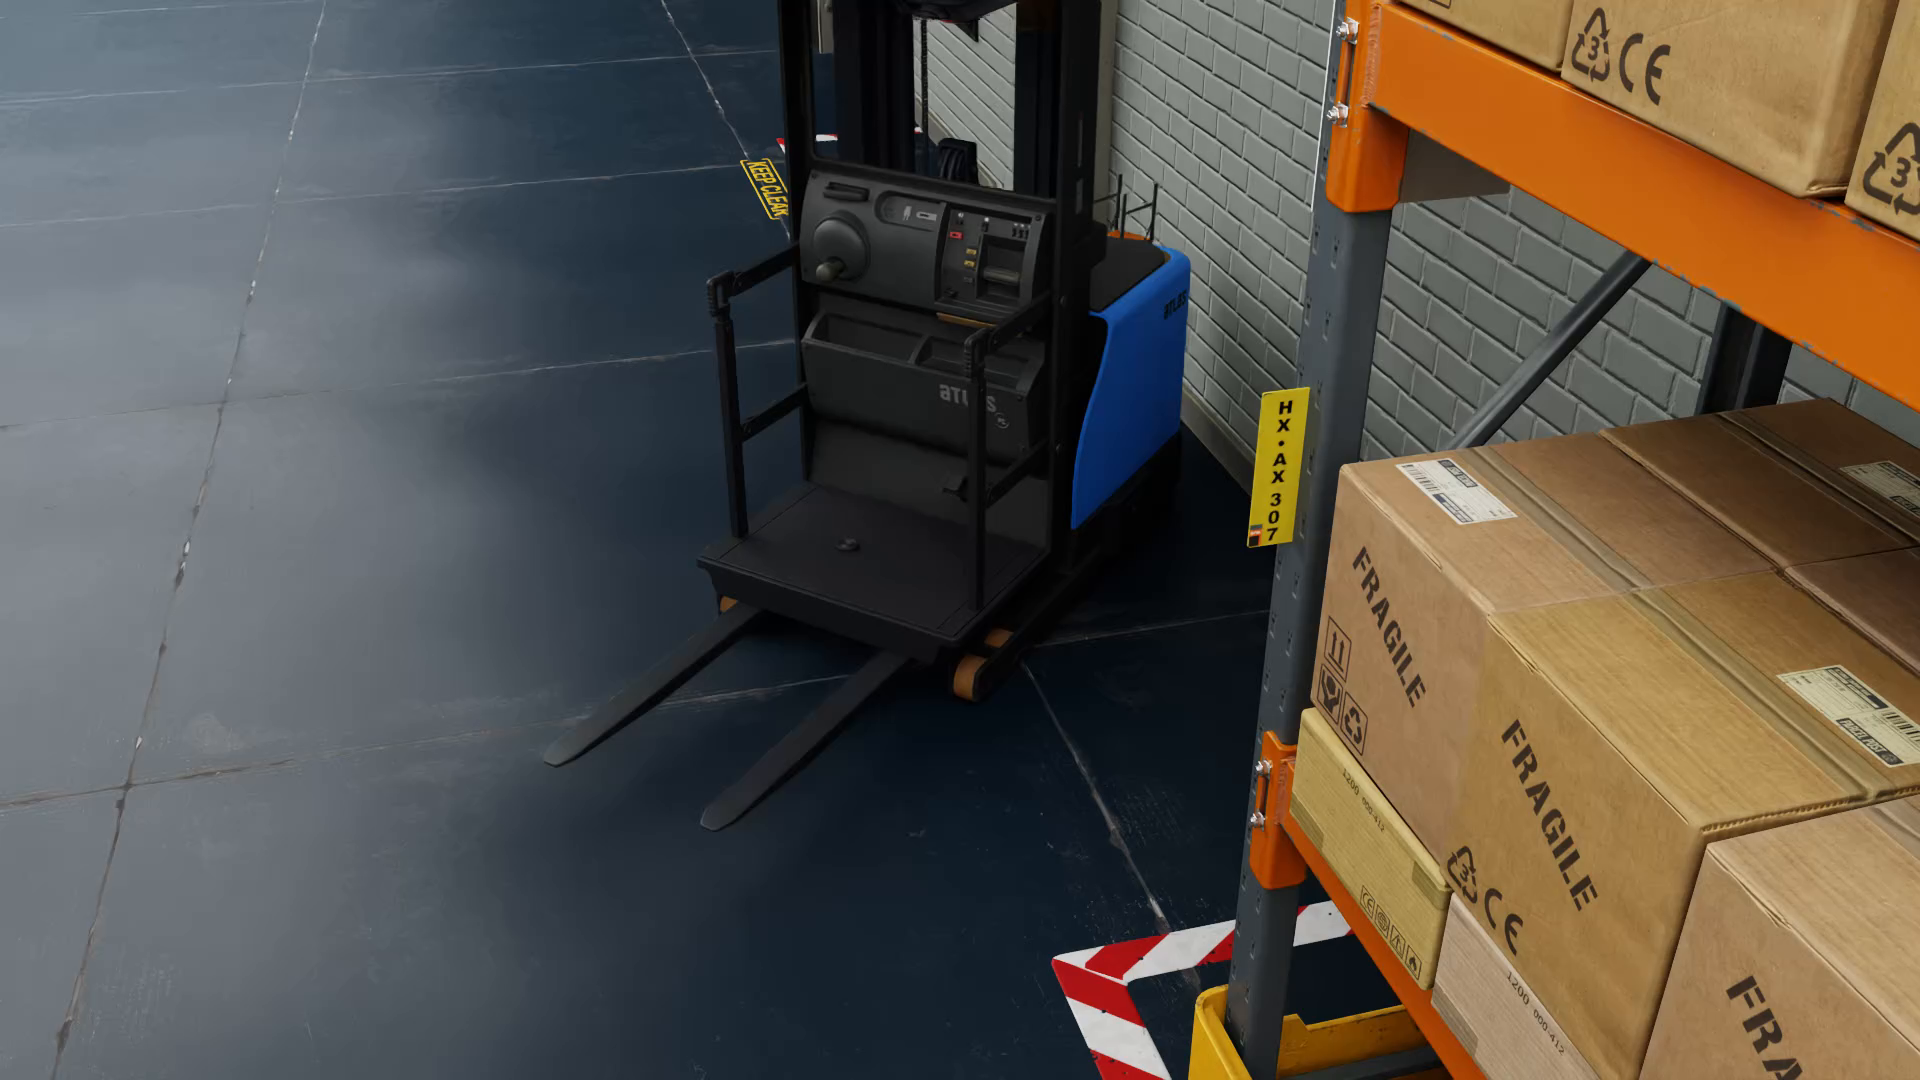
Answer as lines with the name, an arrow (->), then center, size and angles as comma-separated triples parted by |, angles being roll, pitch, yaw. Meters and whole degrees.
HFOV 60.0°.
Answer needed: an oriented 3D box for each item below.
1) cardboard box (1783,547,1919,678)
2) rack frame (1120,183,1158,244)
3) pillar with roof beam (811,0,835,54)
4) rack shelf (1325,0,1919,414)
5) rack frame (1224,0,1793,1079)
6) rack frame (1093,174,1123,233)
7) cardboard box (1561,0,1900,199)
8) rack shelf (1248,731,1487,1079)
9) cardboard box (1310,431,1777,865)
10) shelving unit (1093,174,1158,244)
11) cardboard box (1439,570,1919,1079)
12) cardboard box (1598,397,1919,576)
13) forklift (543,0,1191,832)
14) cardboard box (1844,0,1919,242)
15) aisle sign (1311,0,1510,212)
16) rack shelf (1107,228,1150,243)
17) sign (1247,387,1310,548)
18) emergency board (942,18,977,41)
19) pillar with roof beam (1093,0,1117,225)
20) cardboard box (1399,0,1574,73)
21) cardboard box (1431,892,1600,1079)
cardboard box -> 1.577, 0.345, 2.541 | 0.500, 0.500, 0.500 | -7, 31, -13
rack frame -> 0.726, -0.916, 7.124 | 0.006, 1.200, 0.240 | 24, 35, 35
pillar with roof beam -> -5.193, -7.428, 10.599 | 9.100, 9.000, 0.400 | -8, 31, -13
rack shelf -> 1.654, 0.148, 1.223 | 1.077, 0.370, 4.000 | -8, 31, -13
rack frame -> 1.123, 0.169, 3.463 | 1.000, 3.000, 0.127 | -8, 31, -13
rack frame -> 0.588, -0.977, 7.228 | 0.006, 1.200, 0.240 | 24, 35, 35
cardboard box -> 1.079, -0.722, 1.889 | 0.500, 0.500, 0.500 | -6, 31, -10
rack shelf -> 1.654, 1.446, 1.975 | 1.077, 0.370, 4.000 | -8, 31, -13
cardboard box -> 0.960, 0.171, 2.841 | 0.500, 0.500, 0.500 | -8, 31, -13
shelving unit -> 0.657, -0.947, 7.176 | 0.189, 1.200, 0.258 | 24, 35, 35
cardboard box -> 1.081, 0.411, 2.426 | 0.500, 0.500, 0.500 | -8, 31, -13
cardboard box -> 1.453, 0.100, 2.964 | 0.500, 0.500, 0.500 | -8, 31, -14
forklift -> -0.243, -0.968, 5.496 | 1.130, 2.935, 3.031 | 16, 34, 26
cardboard box -> 1.220, -0.472, 1.457 | 0.500, 0.500, 0.500 | -6, 31, -11
aisle sign -> 0.815, -0.951, 2.803 | 0.394, 0.787, 0.004 | -8, 31, -13
rack shelf -> 0.667, -1.224, 7.026 | 0.180, 0.103, 0.258 | 24, 35, 35
sign -> 0.600, -0.133, 3.122 | 0.100, 0.325, 0.005 | -8, 31, -13
emergency board -> -0.069, -3.704, 10.155 | 0.194, 1.169, 0.643 | -8, 31, -13
pillar with roof beam -> -3.600, -4.530, 5.593 | 9.100, 9.000, 0.400 | -8, 31, -13
cardboard box -> 0.971, -0.986, 2.345 | 0.500, 0.500, 0.500 | -7, 31, -12
cardboard box -> 1.098, 0.752, 2.586 | 0.500, 0.250, 0.500 | -9, 31, -15
